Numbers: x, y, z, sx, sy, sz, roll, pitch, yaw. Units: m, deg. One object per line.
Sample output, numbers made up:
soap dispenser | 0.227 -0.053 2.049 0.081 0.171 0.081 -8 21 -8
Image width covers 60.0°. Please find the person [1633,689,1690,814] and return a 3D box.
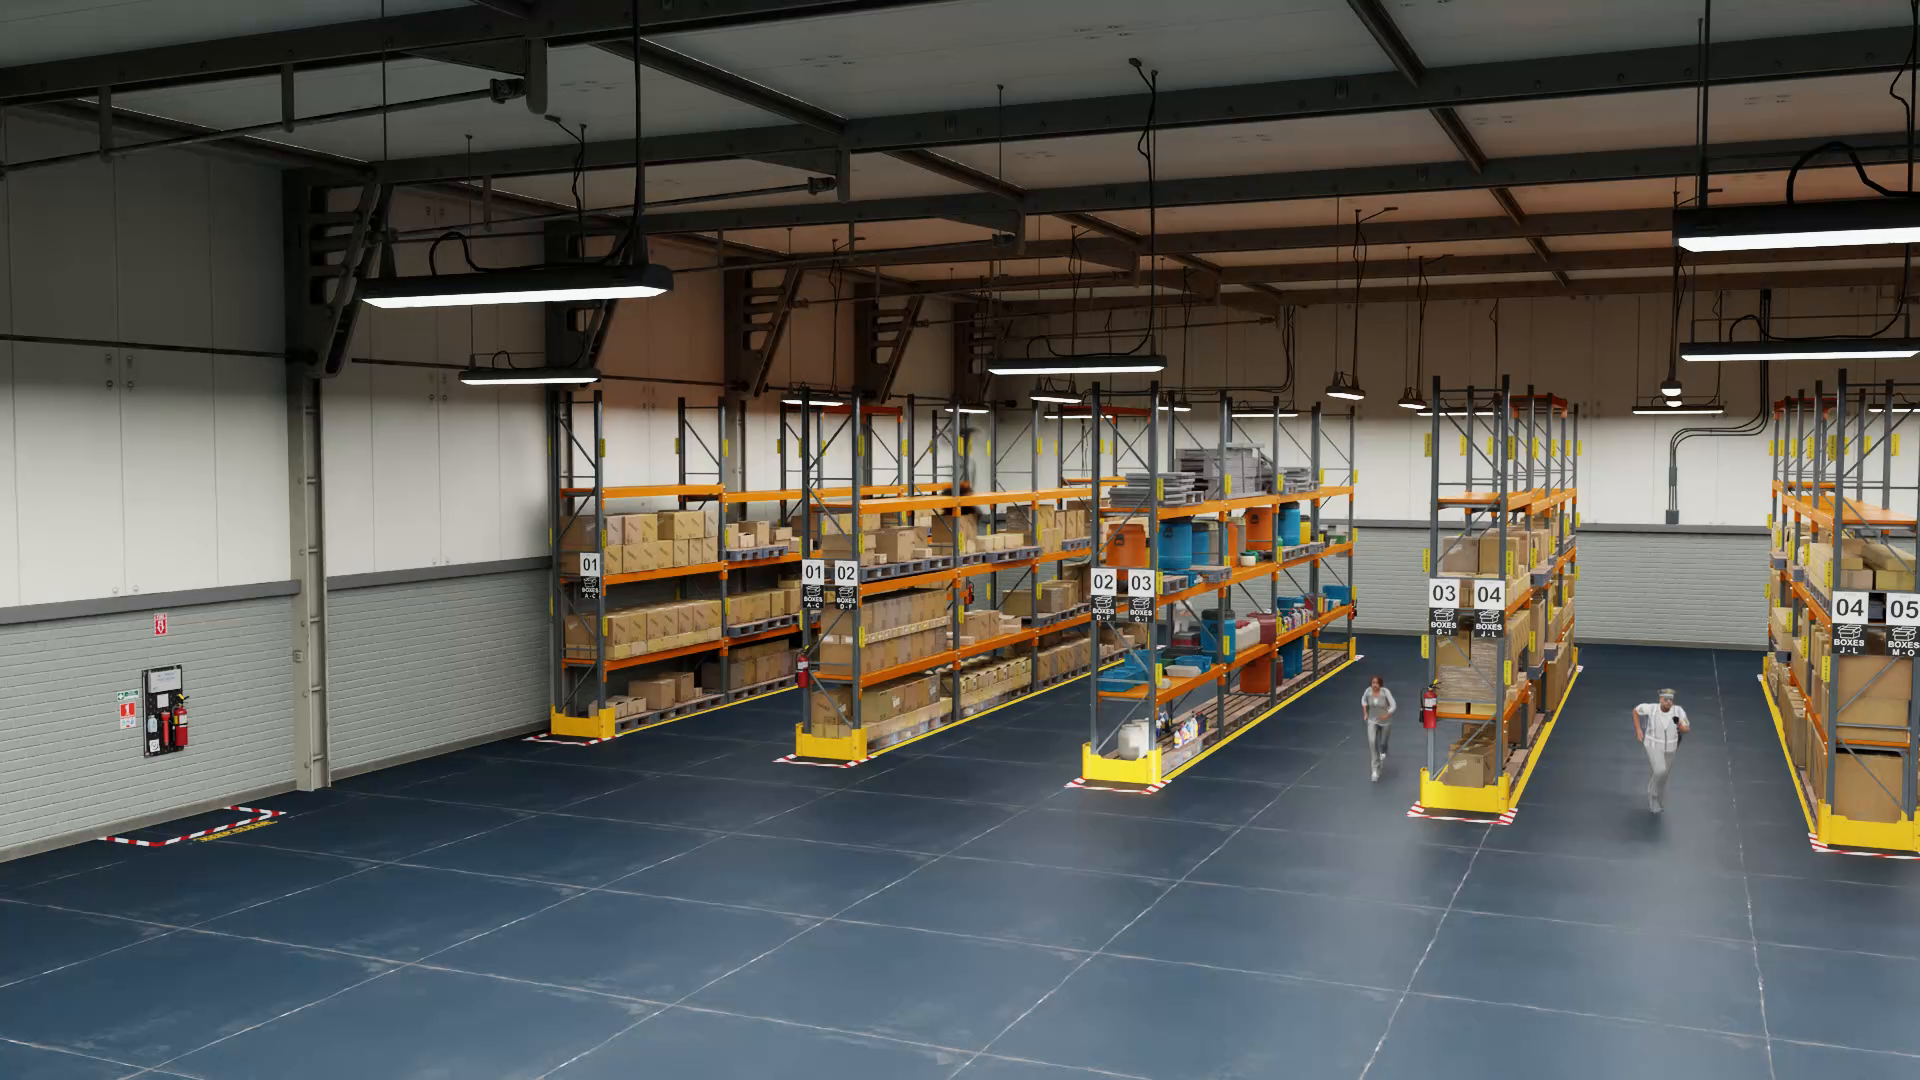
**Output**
person | 9.648 2.878 22.892 0.646 1.749 0.925 0 3 2

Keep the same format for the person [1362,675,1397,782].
person | 6.399 2.822 25.396 0.538 1.578 1.001 1 3 21

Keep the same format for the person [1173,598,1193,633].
person | 5.256 1.982 39.601 0.595 1.616 0.749 1 3 18

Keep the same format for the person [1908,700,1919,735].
person | 16.651 2.603 28.944 0.504 1.585 0.732 1 3 21
